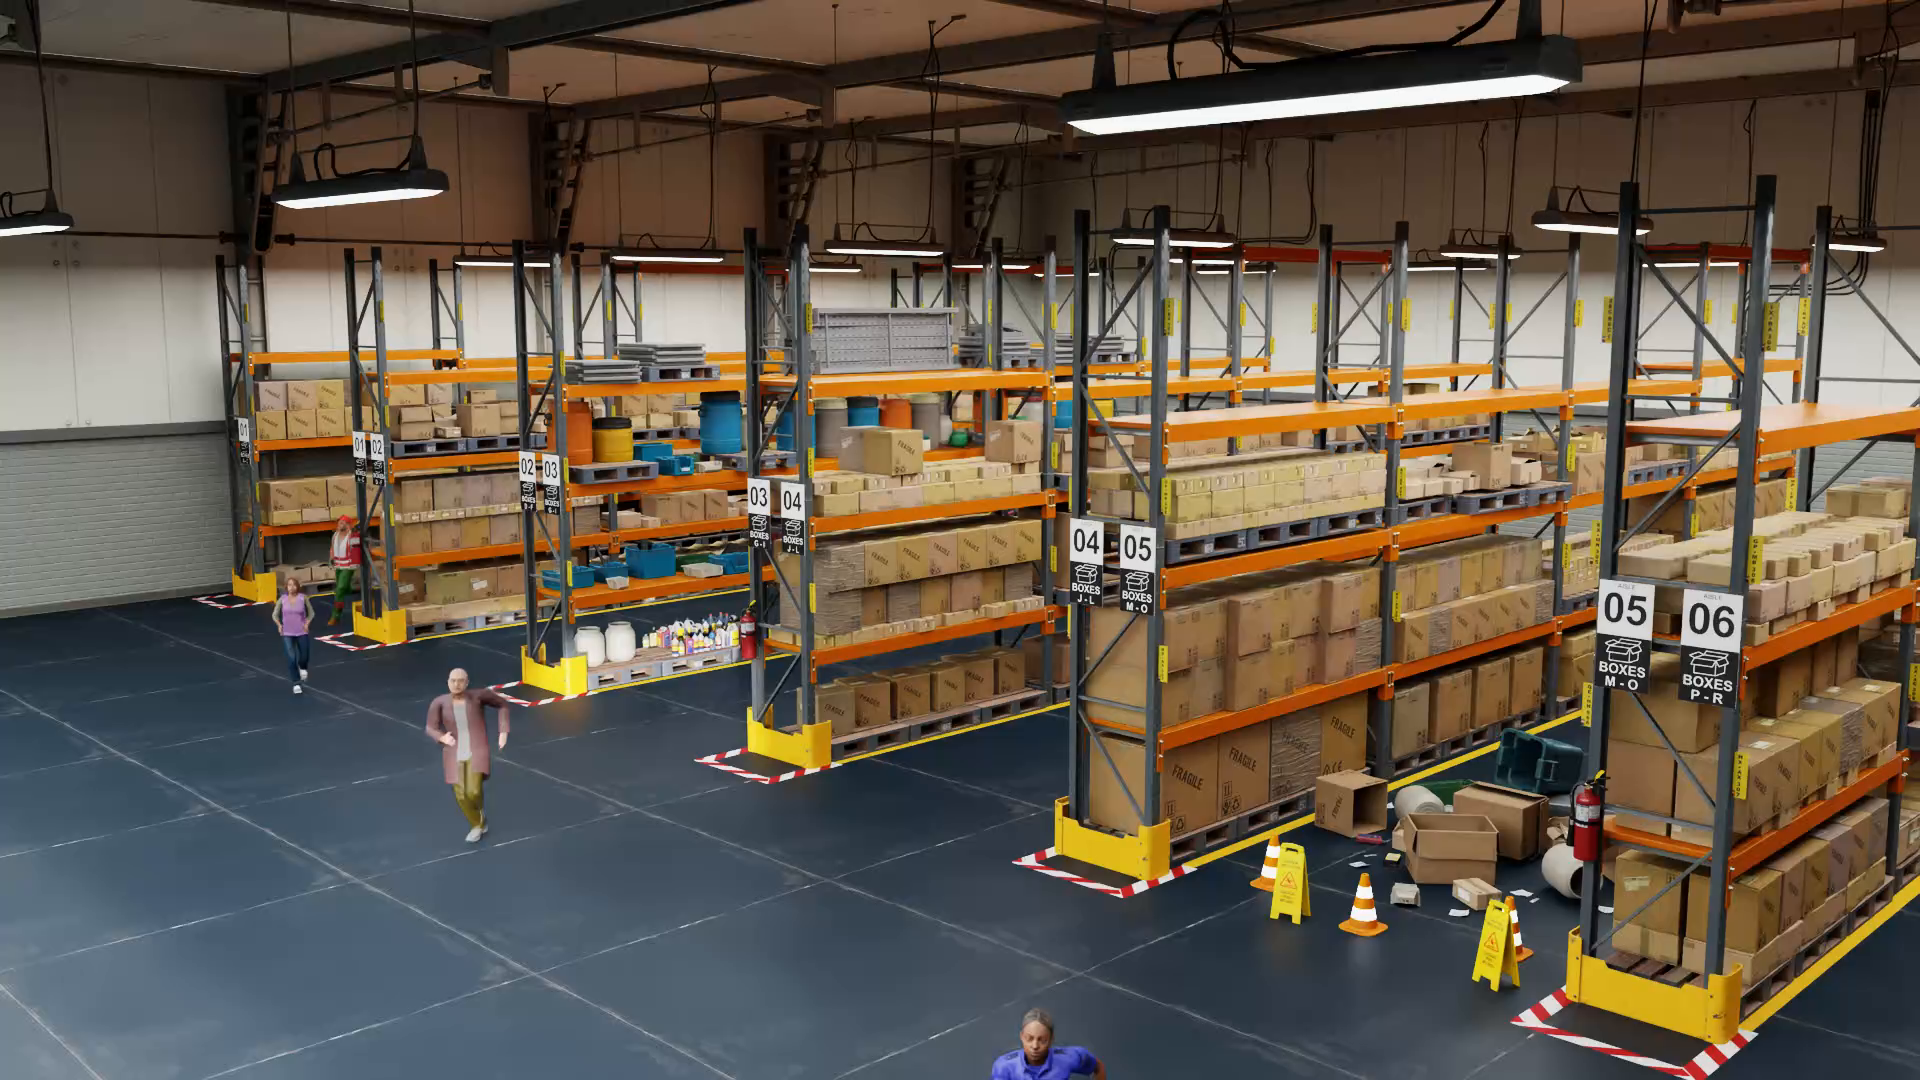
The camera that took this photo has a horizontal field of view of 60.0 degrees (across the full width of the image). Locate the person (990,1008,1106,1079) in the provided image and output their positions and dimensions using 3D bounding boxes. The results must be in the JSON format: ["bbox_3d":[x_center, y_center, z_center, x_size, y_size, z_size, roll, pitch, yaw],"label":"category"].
[{"bbox_3d":[0.431,3.216,8.537,0.599,1.587,0.830,1,8,10],"label":"person"}]

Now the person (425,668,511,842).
[{"bbox_3d":[-4.699,2.070,15.875,0.761,1.728,0.723,-1,8,-7],"label":"person"}]

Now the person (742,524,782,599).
[{"bbox_3d":[-3.187,0.165,27.191,0.610,1.769,0.843,8,11,44],"label":"person"}]

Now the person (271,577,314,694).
[{"bbox_3d":[-8.905,1.259,22.235,0.535,1.548,0.567,-3,9,-22],"label":"person"}]

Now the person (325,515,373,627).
[{"bbox_3d":[-10.026,0.465,27.208,0.631,1.772,1.089,4,9,28],"label":"person"}]
